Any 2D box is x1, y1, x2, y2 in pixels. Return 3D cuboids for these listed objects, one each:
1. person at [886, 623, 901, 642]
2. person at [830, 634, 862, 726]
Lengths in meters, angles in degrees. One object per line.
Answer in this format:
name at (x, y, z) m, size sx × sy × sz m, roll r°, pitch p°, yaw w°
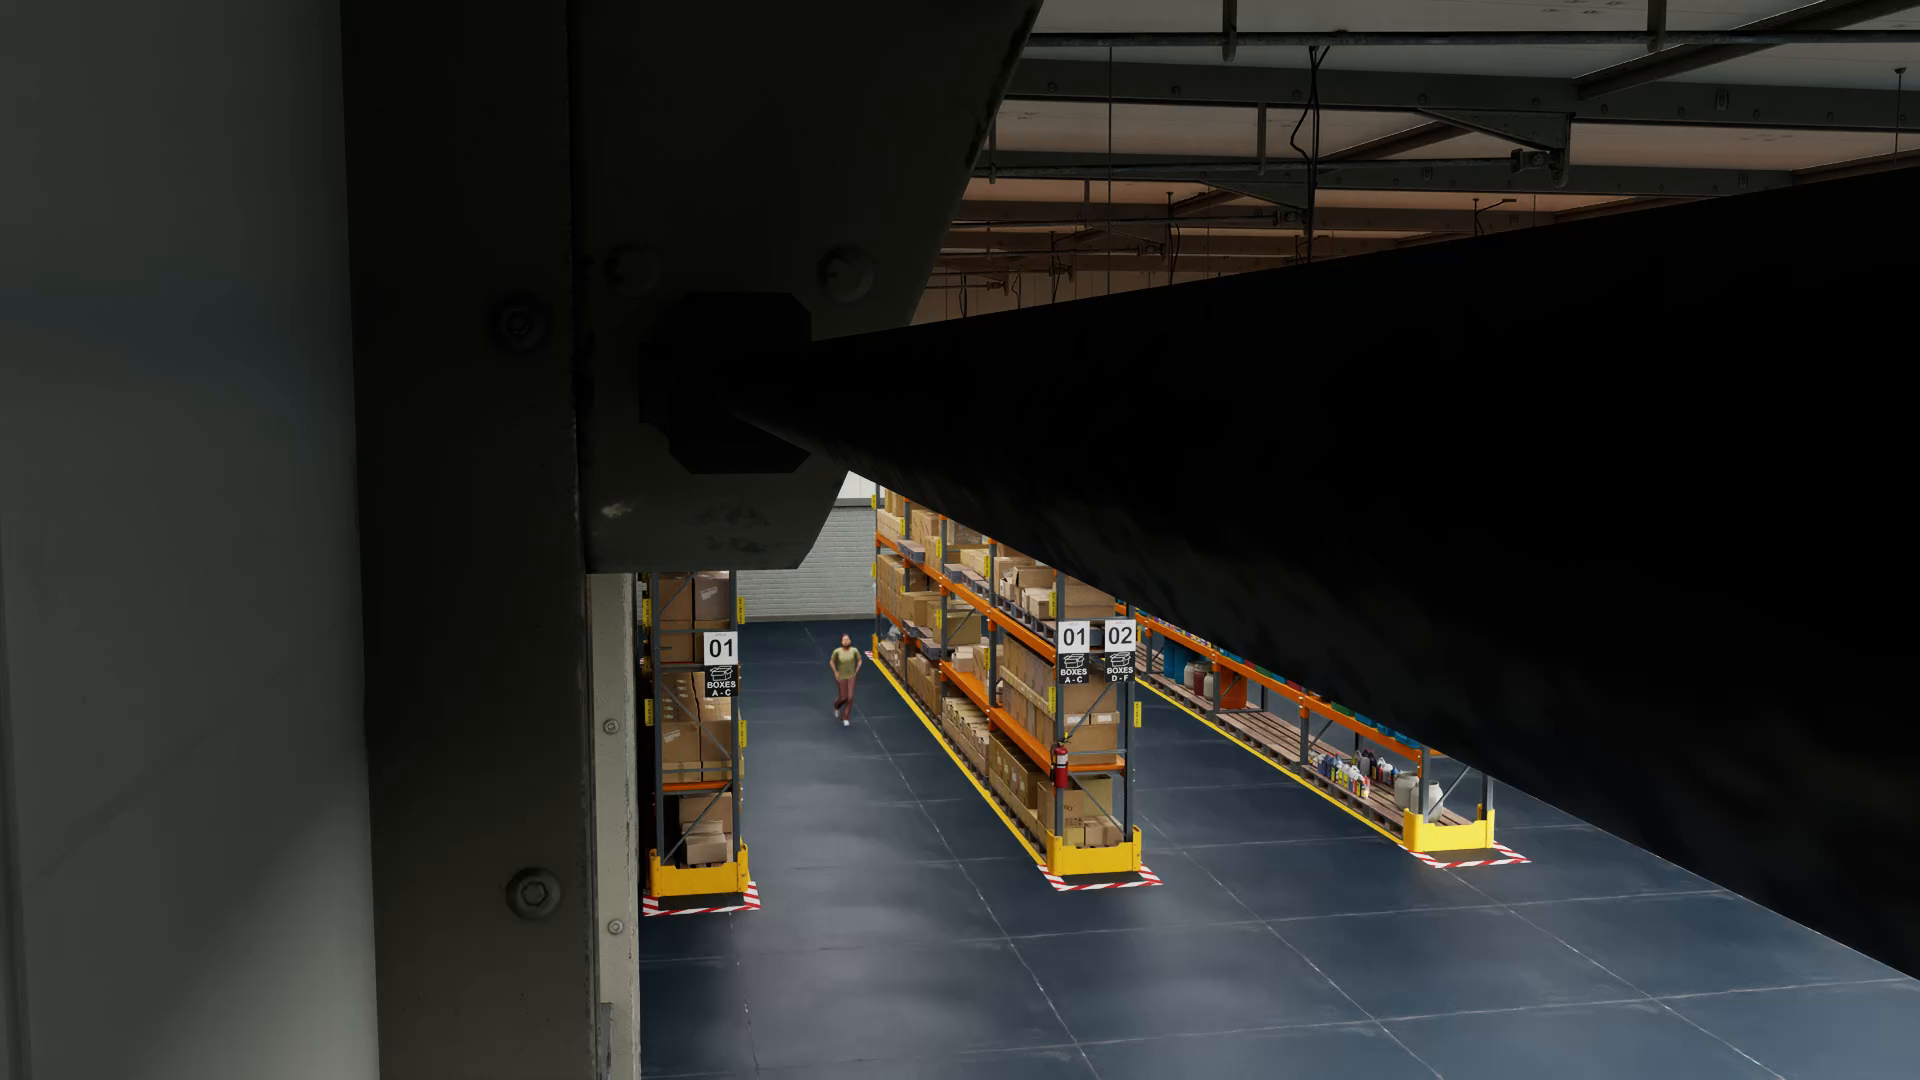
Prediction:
person at (-1.392, 1.592, 37.690) m, size 0.682 × 1.779 × 0.651 m, roll 1°, pitch 6°, yaw 7°
person at (-2.024, 2.479, 29.720) m, size 0.574 × 1.639 × 0.583 m, roll -1°, pitch 6°, yaw -12°
